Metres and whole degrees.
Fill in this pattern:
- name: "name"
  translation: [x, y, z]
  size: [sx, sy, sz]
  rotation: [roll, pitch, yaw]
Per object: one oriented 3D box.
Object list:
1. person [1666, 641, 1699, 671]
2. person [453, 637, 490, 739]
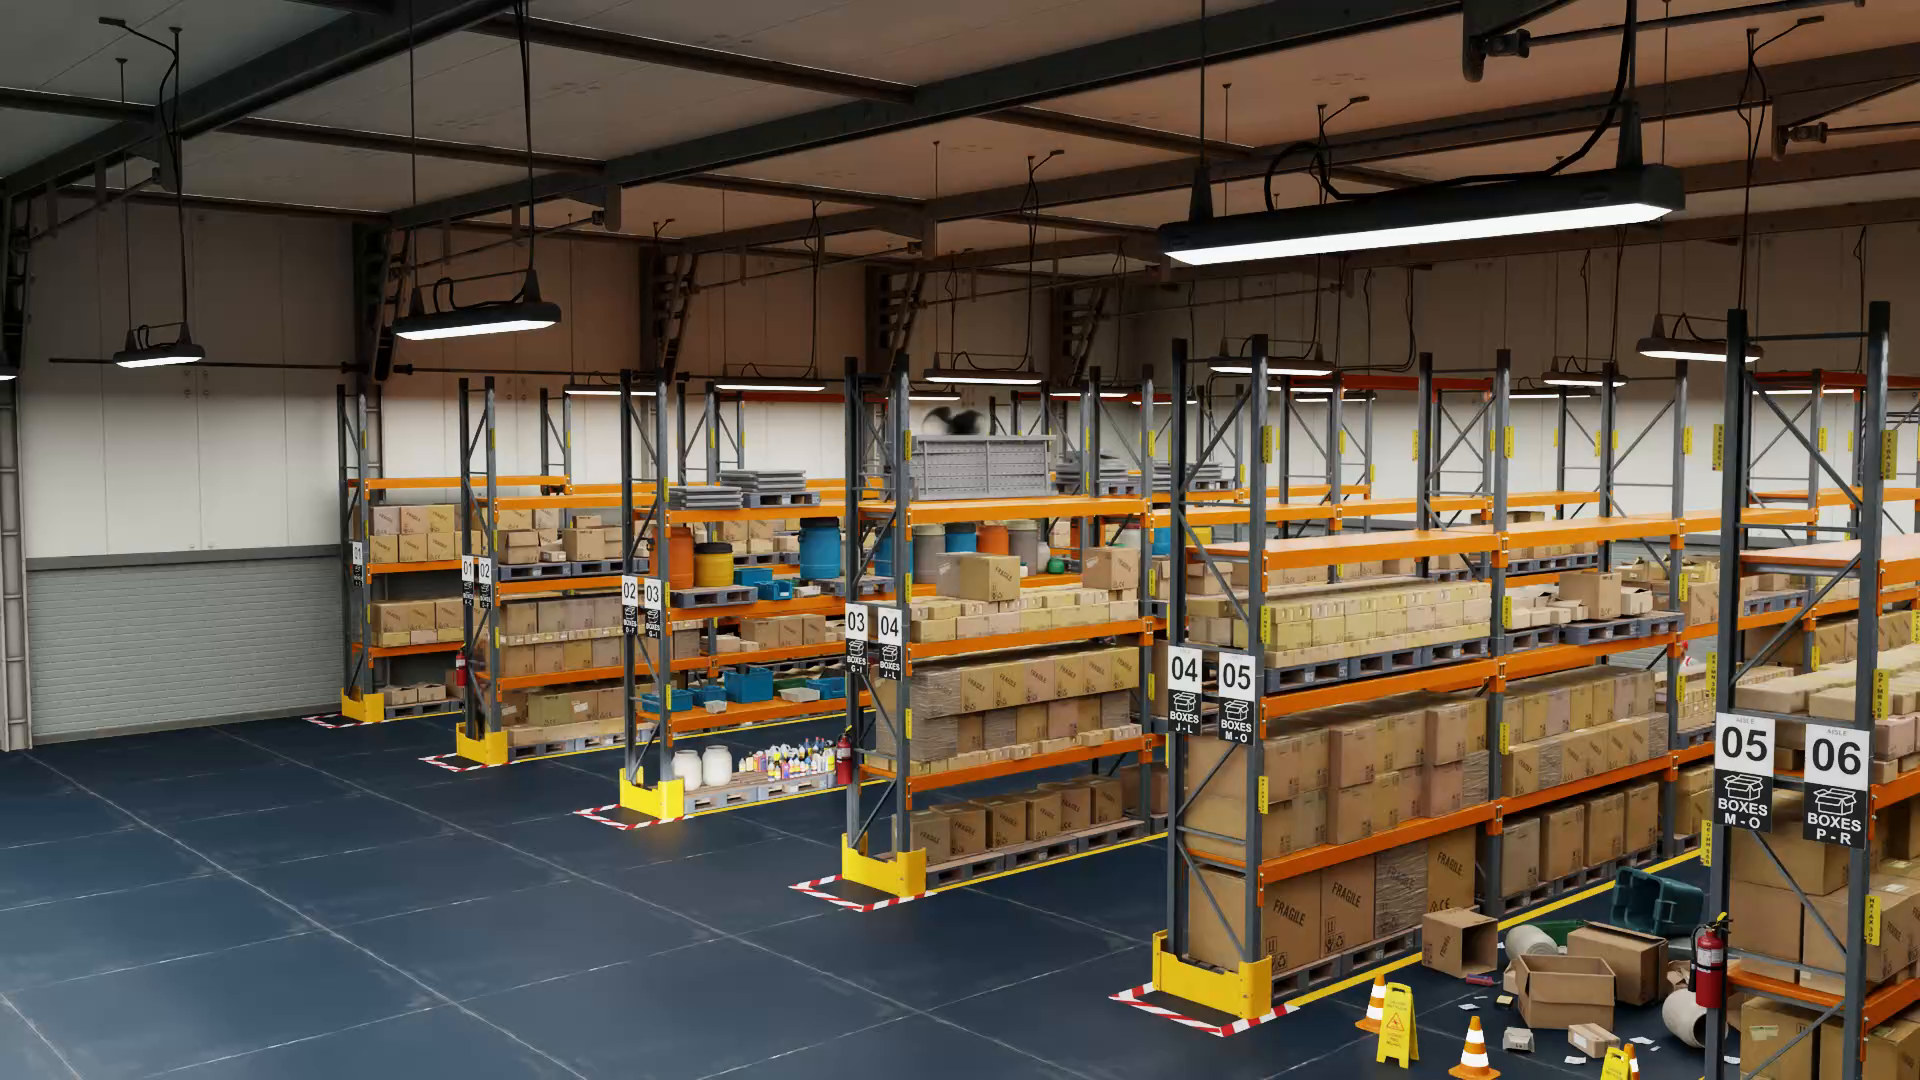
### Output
- name: "person"
  translation: [11.791, 2.504, 27.223]
  size: [0.637, 1.749, 0.609]
  rotation: [4, 5, 45]
- name: "person"
  translation: [-8.103, 2.477, 27.625]
  size: [0.705, 1.741, 0.579]
  rotation: [3, 5, 41]
